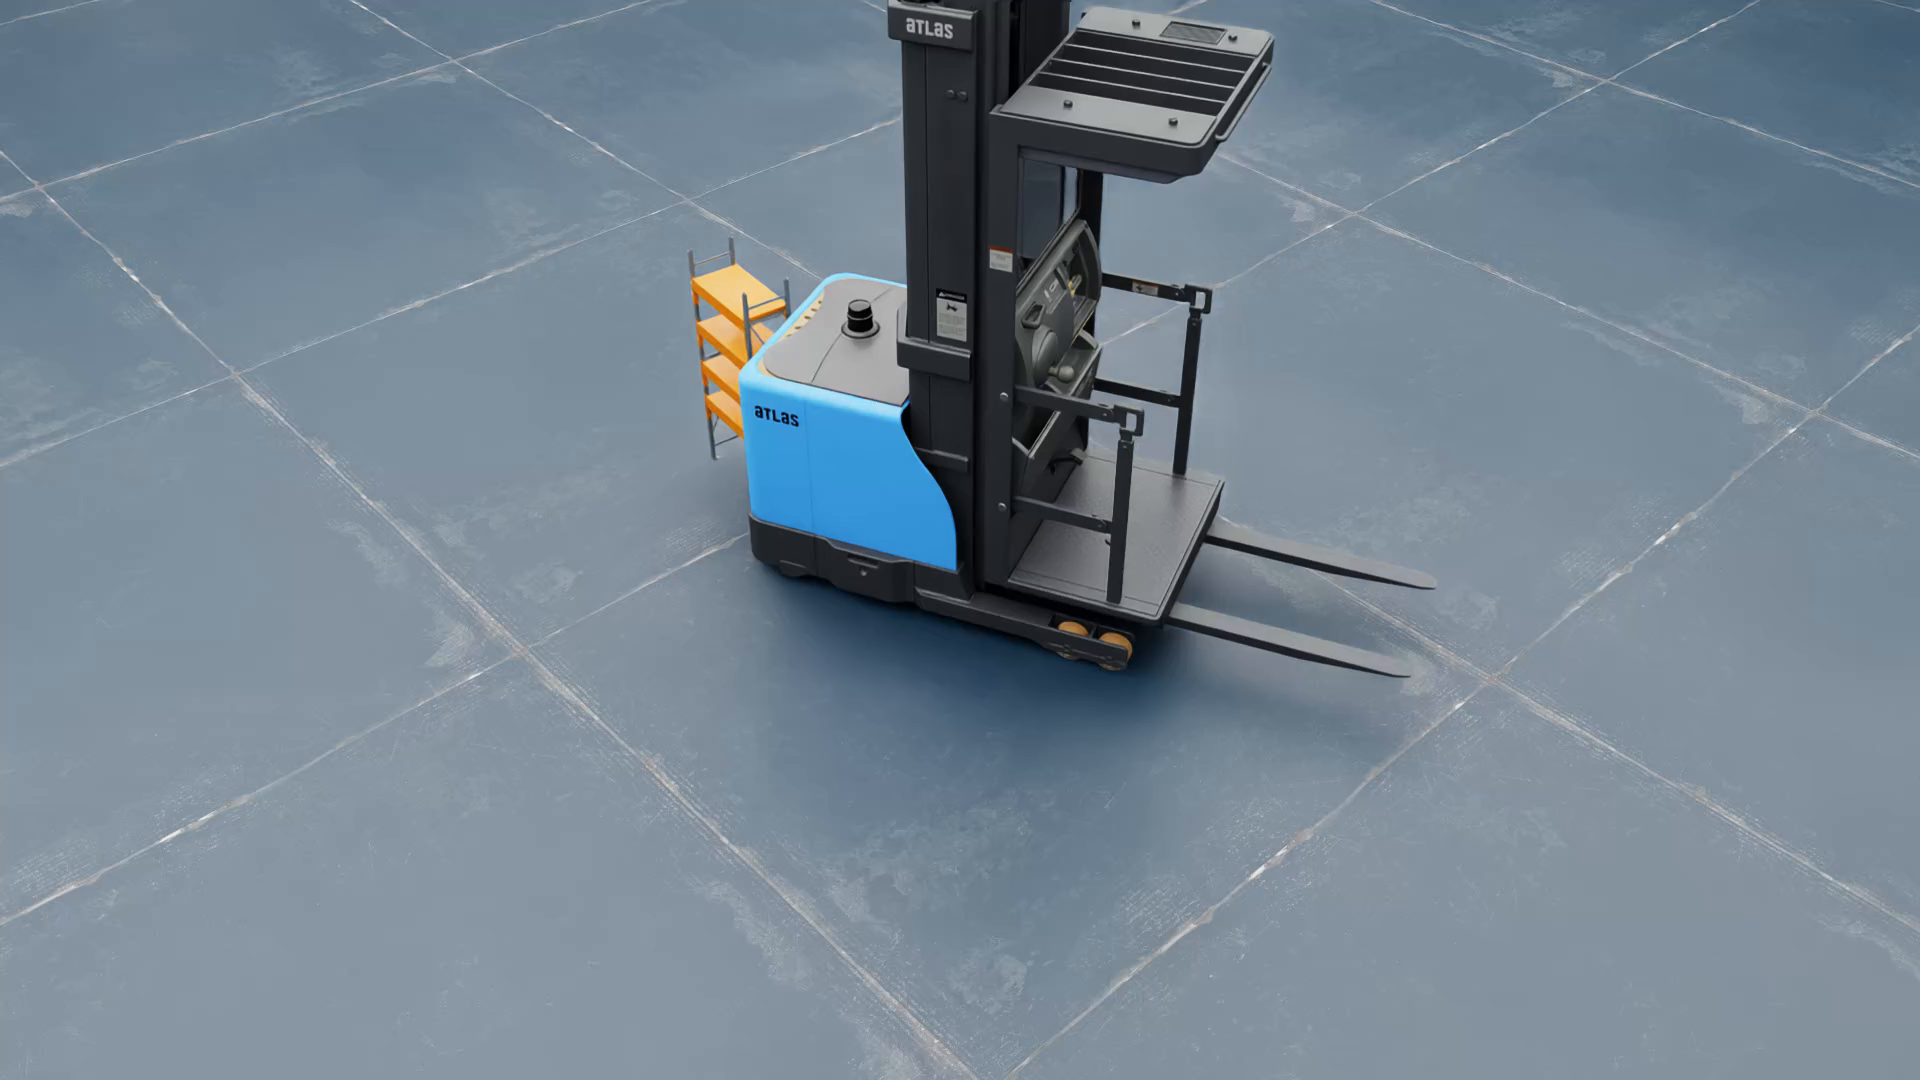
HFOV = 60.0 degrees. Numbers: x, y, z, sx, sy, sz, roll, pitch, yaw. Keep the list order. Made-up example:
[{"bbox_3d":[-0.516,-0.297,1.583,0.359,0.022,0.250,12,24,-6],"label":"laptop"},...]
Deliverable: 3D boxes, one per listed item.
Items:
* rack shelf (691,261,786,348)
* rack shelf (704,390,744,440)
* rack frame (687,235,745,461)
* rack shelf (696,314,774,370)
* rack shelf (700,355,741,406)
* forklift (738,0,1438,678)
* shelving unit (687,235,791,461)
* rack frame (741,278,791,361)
[{"bbox_3d":[-1.019,-1.101,7.740,0.258,0.148,0.480,-25,45,-28],"label":"rack shelf"},{"bbox_3d":[-1.019,-0.588,8.154,0.258,0.148,0.480,-25,45,-28],"label":"rack shelf"},{"bbox_3d":[-1.165,-0.918,8.140,0.240,1.200,0.015,-25,45,-28],"label":"rack frame"},{"bbox_3d":[-1.019,-0.917,7.889,0.258,0.148,0.480,-25,45,-28],"label":"rack shelf"},{"bbox_3d":[-1.019,-0.743,8.030,0.258,0.148,0.480,-25,45,-28],"label":"rack shelf"},{"bbox_3d":[0.594,-0.952,6.804,3.031,2.935,1.130,14,41,17],"label":"forklift"},{"bbox_3d":[-1.019,-0.795,7.987,0.258,1.200,0.503,-25,45,-28],"label":"shelving unit"},{"bbox_3d":[-0.873,-0.672,7.835,0.240,1.200,0.015,-25,45,-28],"label":"rack frame"}]
